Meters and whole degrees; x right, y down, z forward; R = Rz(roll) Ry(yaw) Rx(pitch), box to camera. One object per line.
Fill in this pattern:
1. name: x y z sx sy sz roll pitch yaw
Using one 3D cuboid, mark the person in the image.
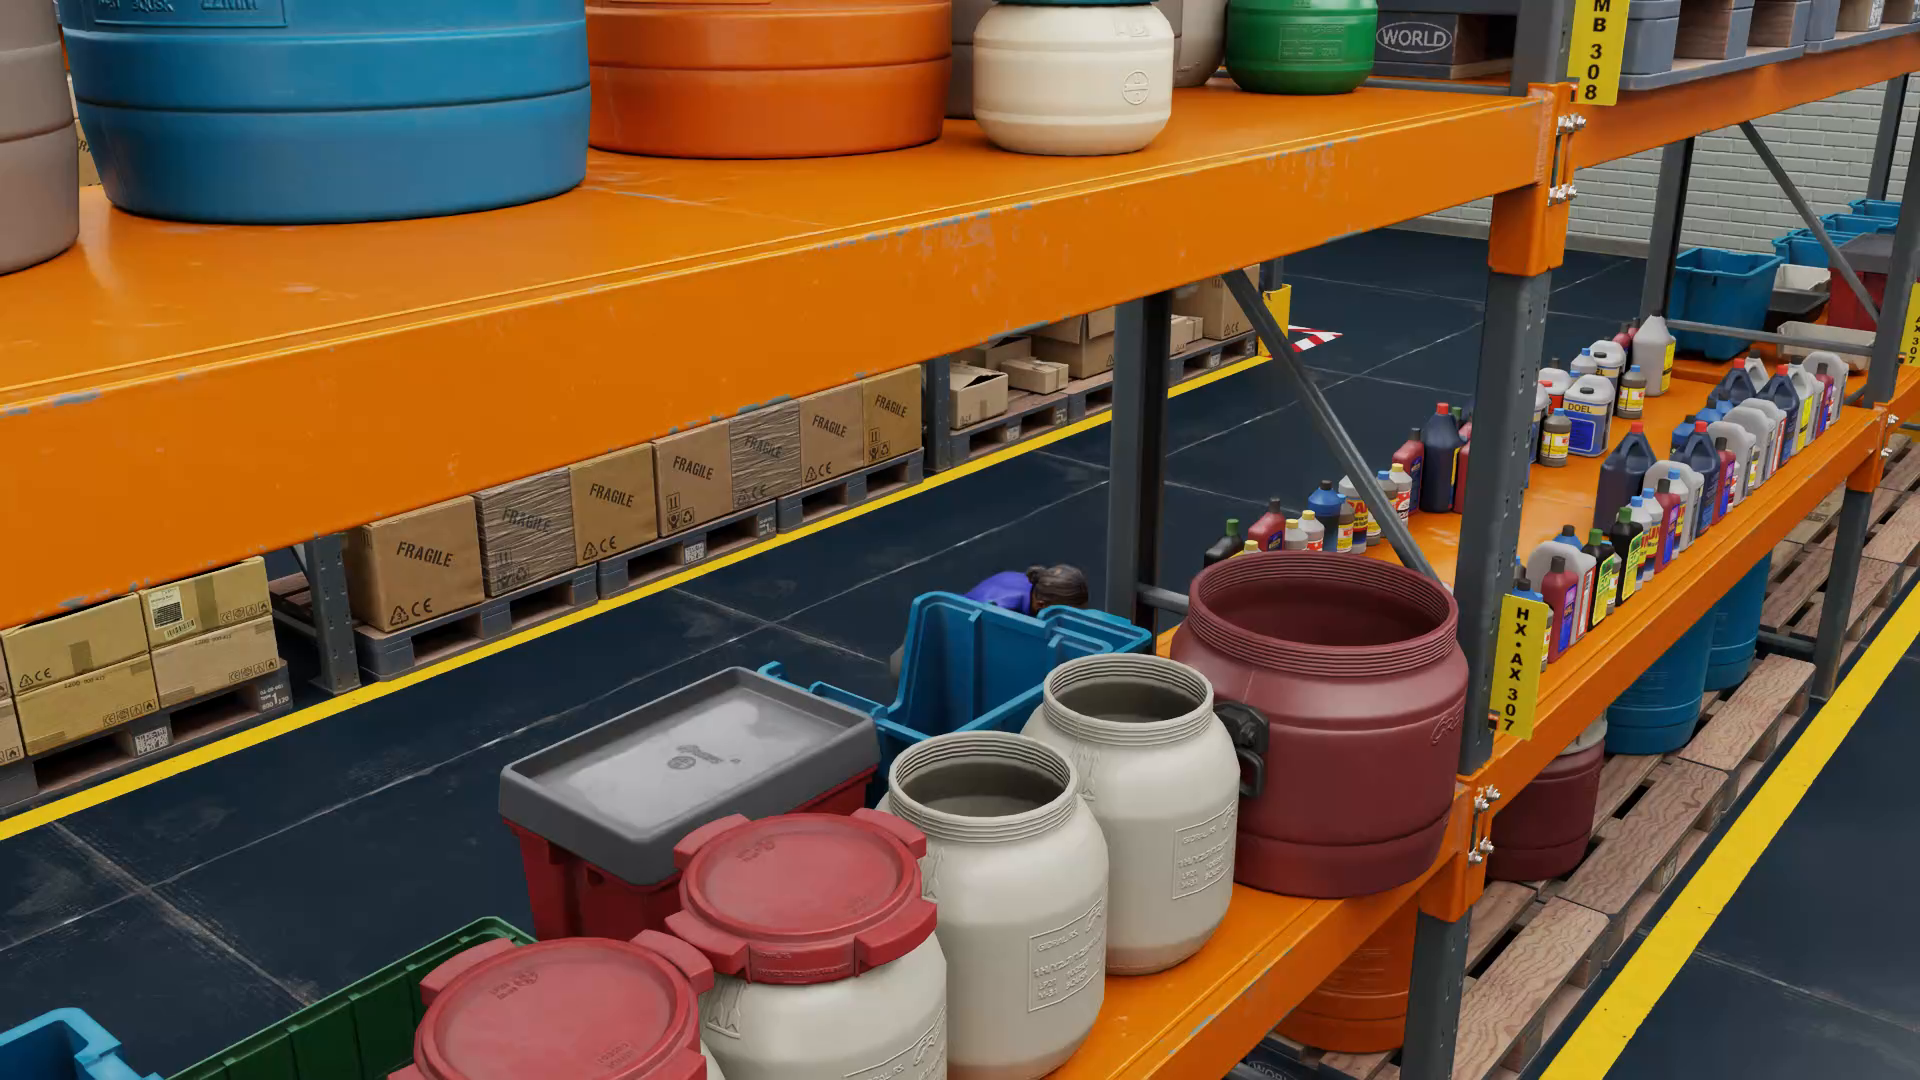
1. person: 0.120 0.526 6.055 0.755 1.046 0.488 16 26 36
